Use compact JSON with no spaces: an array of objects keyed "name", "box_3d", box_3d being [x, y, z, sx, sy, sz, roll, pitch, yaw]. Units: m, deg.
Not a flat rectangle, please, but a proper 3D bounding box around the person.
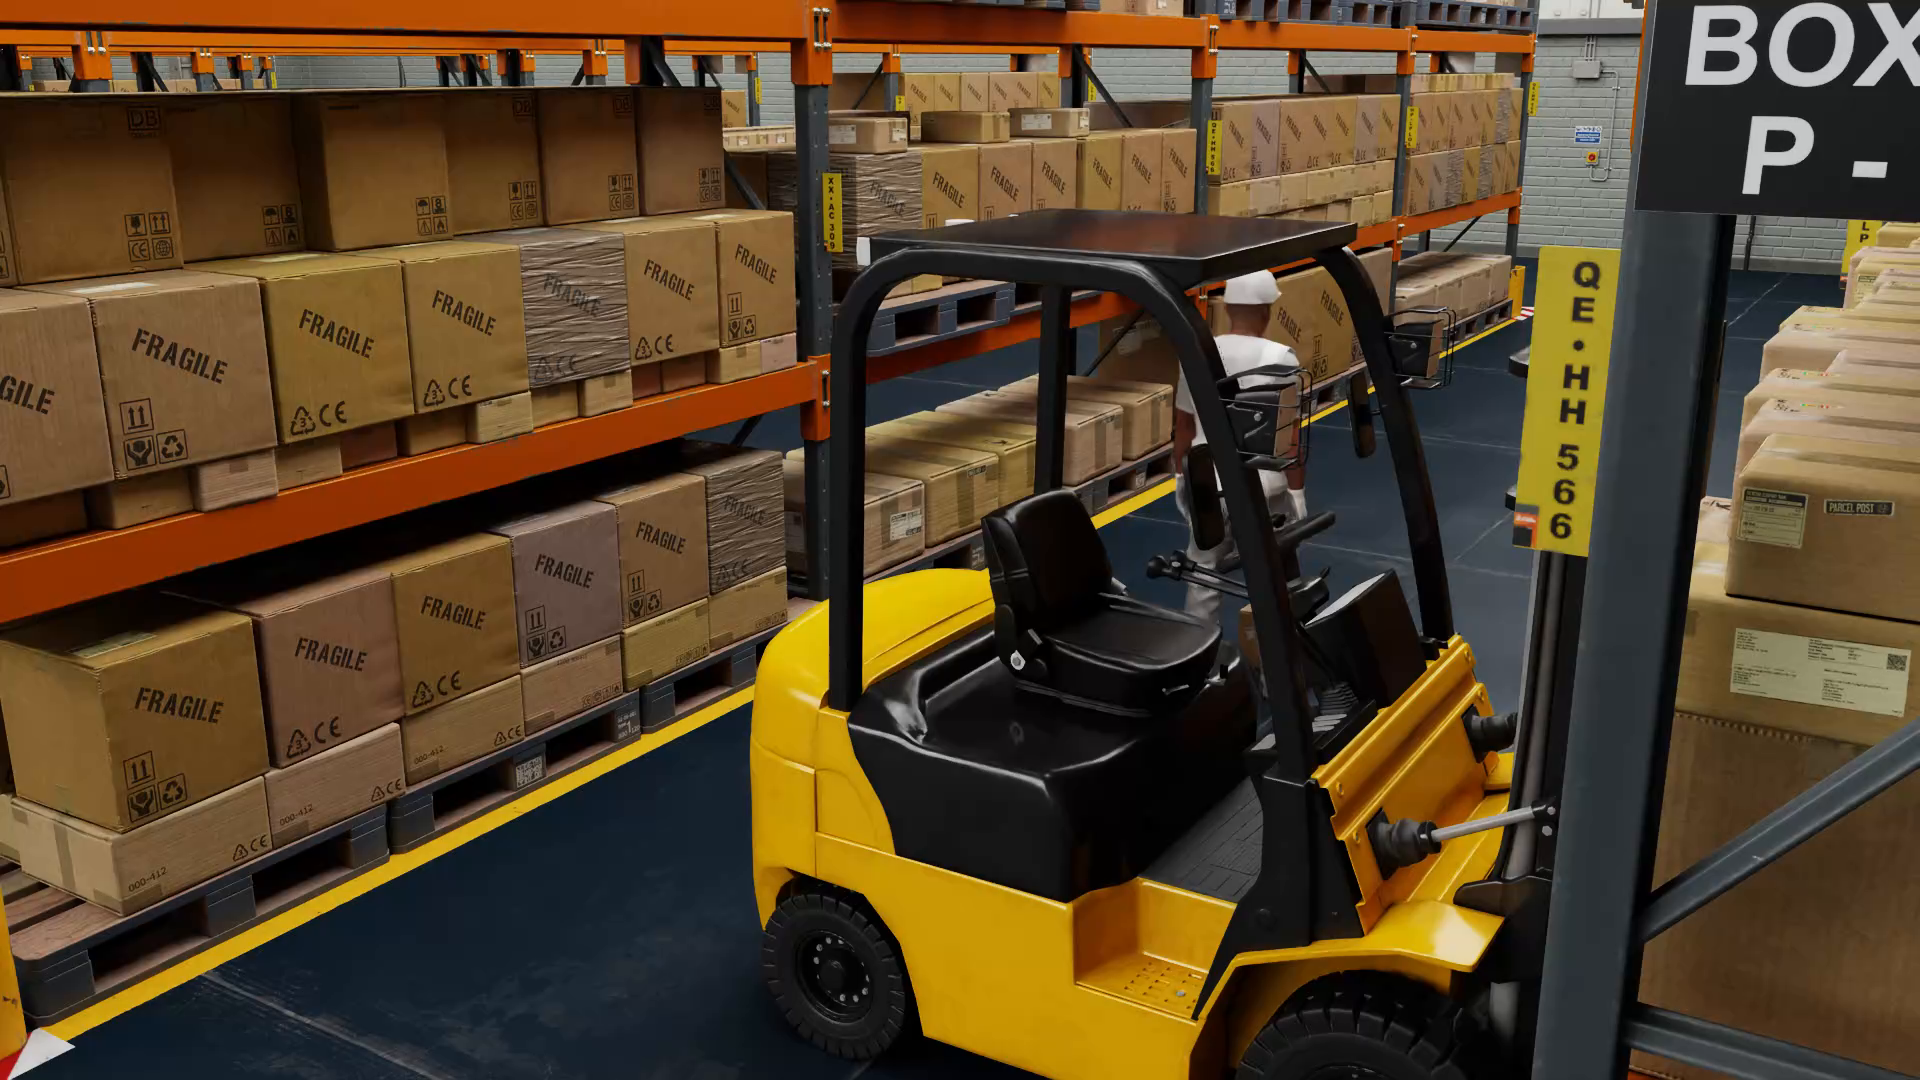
[{"name":"person","box_3d":[1.170,-0.224,6.754,0.584,1.791,0.546,10,19,30]}]
